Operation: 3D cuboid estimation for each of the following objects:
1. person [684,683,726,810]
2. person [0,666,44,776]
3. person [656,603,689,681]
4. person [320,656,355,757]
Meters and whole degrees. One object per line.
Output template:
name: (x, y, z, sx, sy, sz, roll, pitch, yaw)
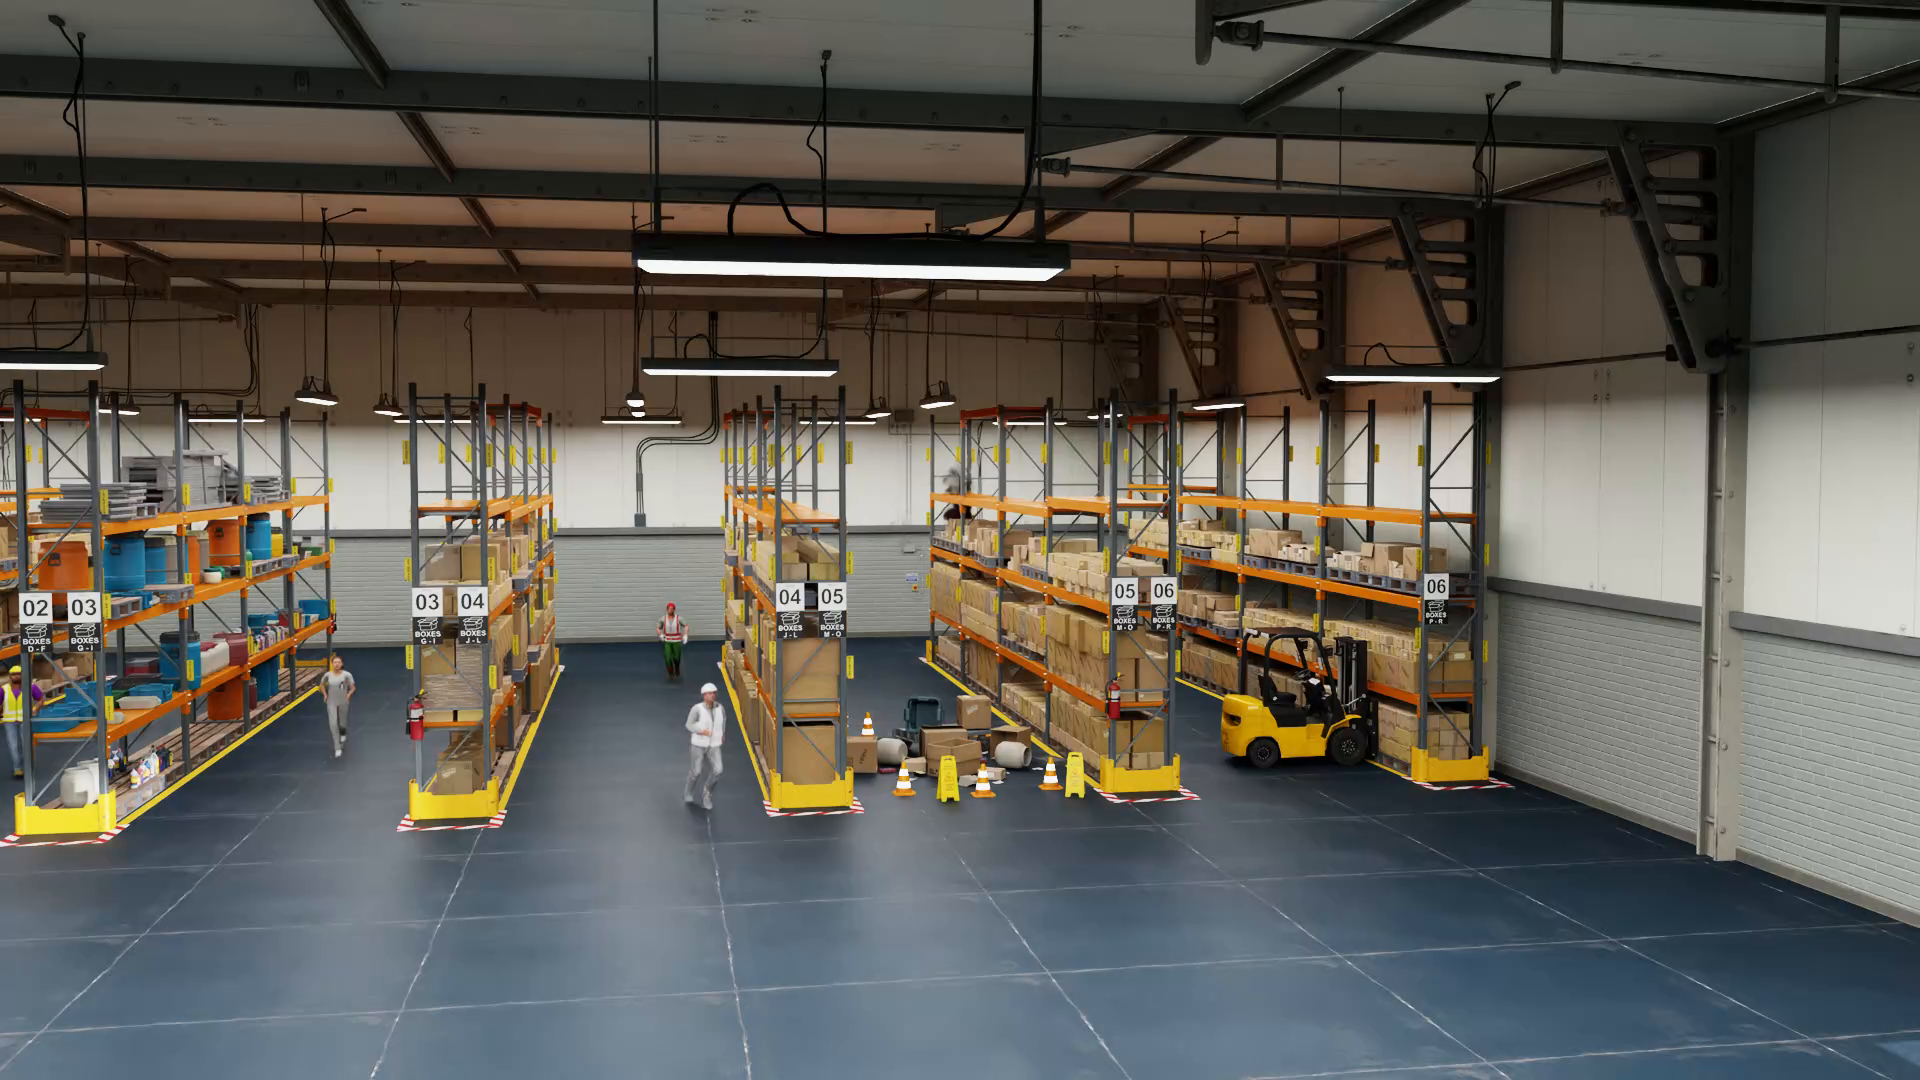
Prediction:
person: (-3.590, 2.933, 23.676, 0.676, 1.805, 0.744, -2, 3, -28)
person: (-14.639, 2.820, 25.847, 0.688, 1.720, 0.582, -1, 3, -25)
person: (-6.387, 2.259, 36.902, 0.707, 1.742, 0.624, 0, 3, -7)
person: (-10.477, 2.770, 27.997, 0.566, 1.660, 0.818, -1, 3, -17)
